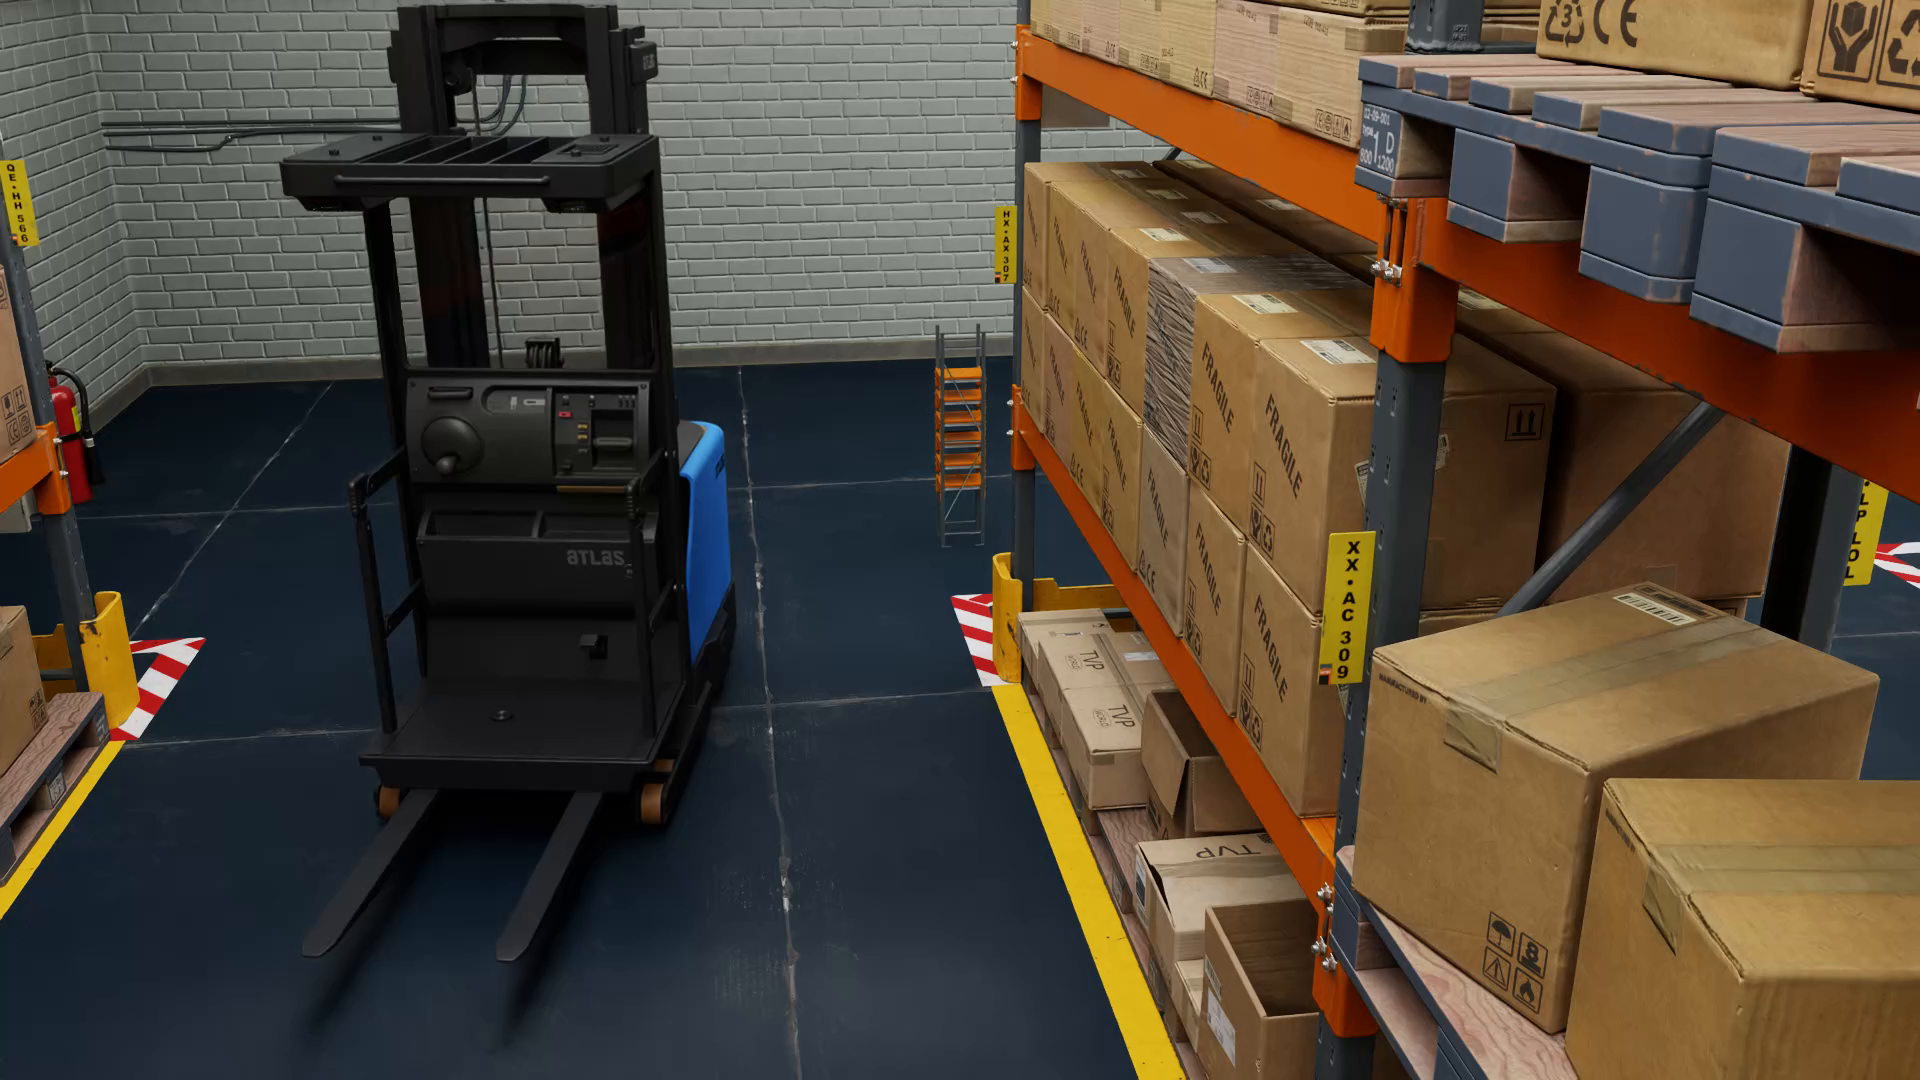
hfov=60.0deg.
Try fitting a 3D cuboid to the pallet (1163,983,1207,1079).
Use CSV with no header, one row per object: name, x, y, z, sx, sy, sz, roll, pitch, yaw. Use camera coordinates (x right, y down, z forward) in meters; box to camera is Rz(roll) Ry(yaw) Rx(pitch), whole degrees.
pallet,1.213,1.582,4.678,1.003,0.211,1.213,-3,21,-8

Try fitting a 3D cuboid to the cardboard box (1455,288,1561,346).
cardboard box,1.446,-0.357,4.314,0.500,0.500,0.500,-4,21,-9

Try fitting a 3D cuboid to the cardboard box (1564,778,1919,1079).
cardboard box,1.320,0.680,2.364,0.700,0.500,0.500,0,20,1

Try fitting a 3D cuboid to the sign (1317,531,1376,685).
sign,0.775,0.138,3.321,0.100,0.325,0.005,-3,21,-8

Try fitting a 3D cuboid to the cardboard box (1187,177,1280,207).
cardboard box,1.144,-1.071,6.225,0.500,0.500,0.500,-2,21,-6

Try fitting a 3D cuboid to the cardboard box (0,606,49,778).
cardboard box,-3.967,0.592,6.317,0.700,0.500,0.500,-3,21,-8

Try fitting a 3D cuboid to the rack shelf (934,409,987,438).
rack shelf,0.002,-0.628,8.966,0.258,0.103,0.180,-3,21,-8

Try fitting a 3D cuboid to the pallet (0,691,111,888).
pallet,-3.975,0.959,6.346,1.003,0.211,1.213,-3,21,-8

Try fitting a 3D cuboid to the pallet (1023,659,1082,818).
pallet,0.861,0.738,6.940,1.003,0.211,1.213,-3,21,-8

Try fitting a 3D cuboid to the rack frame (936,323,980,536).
rack frame,-0.011,-0.589,9.078,0.240,1.200,0.006,-3,21,-8

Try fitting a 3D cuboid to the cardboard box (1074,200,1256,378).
cardboard box,0.687,-0.865,5.674,0.500,0.500,0.500,-3,21,-7

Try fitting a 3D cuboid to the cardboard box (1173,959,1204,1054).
cardboard box,0.834,1.333,4.804,0.380,0.149,0.250,-3,21,-8

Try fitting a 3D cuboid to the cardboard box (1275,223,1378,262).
cardboard box,1.297,-0.714,5.269,0.500,0.500,0.500,-2,21,-6

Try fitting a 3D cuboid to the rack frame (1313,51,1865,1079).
rack frame,1.311,0.514,3.553,1.000,3.000,0.127,-3,21,-8

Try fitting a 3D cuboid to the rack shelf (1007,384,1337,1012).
rack shelf,1.022,0.158,5.533,1.077,0.370,4.000,-3,21,-8

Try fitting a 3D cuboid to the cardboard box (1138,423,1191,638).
cardboard box,0.833,-0.049,4.918,0.500,0.500,0.500,-2,21,-7

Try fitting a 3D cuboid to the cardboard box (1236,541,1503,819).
cardboard box,0.985,0.307,3.965,0.500,0.500,0.500,-3,21,-7

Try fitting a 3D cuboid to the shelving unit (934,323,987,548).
shelving unit,0.002,-0.557,8.993,0.258,1.200,0.189,-3,21,-8

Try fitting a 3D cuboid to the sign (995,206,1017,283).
sign,0.197,-1.249,7.036,0.100,0.325,0.005,-3,21,-8

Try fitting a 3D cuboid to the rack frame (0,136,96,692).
rack frame,-4.167,-0.620,6.589,1.000,3.000,0.127,-3,21,-8

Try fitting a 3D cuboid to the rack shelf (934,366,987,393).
rack shelf,0.002,-0.853,8.882,0.258,0.103,0.180,-3,21,-8

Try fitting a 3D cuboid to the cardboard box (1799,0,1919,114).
cardboard box,1.429,-0.773,1.827,0.600,0.600,0.600,-3,21,-8

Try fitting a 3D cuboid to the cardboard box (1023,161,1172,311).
cardboard box,0.537,-1.219,6.622,0.500,0.500,0.500,-2,21,-6

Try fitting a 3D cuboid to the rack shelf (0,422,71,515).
rack shelf,-3.879,0.410,4.861,1.077,0.370,4.000,-3,21,-8

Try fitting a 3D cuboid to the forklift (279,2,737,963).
forklift,-1.642,-0.404,6.108,1.130,2.935,3.031,1,20,2

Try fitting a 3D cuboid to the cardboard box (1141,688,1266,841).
cardboard box,1.035,0.827,5.654,0.797,0.503,0.637,-3,21,-8

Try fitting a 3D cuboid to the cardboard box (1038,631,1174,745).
cardboard box,0.604,0.587,6.660,0.500,0.250,0.500,-3,21,-8

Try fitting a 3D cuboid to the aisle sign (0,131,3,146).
aisle sign,-3.881,-1.878,6.241,0.394,0.787,0.004,-3,21,-8

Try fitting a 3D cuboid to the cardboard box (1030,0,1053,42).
cardboard box,0.557,-2.015,6.252,0.500,0.250,0.500,-3,21,-8

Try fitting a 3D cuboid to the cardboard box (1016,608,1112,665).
cardboard box,0.454,0.421,7.249,0.380,0.149,0.250,-3,21,-8

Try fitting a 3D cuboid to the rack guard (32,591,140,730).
rack guard,-4.171,0.543,7.049,1.175,0.500,0.348,-3,21,-8

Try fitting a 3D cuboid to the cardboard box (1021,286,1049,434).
cardboard box,0.537,-0.751,6.797,0.500,0.500,0.500,-2,21,-7

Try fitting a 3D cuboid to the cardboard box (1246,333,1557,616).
cardboard box,0.982,-0.163,3.795,0.500,0.500,0.500,-3,21,-7

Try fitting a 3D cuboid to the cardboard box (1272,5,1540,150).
cardboard box,0.977,-0.976,3.470,0.500,0.250,0.500,-3,21,-8

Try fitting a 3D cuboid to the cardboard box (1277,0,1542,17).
cardboard box,0.972,-1.210,3.381,0.500,0.250,0.500,-3,21,-8

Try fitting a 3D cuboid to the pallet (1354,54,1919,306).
pallet,1.335,-0.574,2.447,1.213,0.211,1.003,-3,21,-8

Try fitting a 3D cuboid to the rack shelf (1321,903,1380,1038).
rack shelf,1.599,1.543,1.825,1.077,0.370,4.000,-3,21,-8

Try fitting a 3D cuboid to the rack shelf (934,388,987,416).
rack shelf,0.002,-0.740,8.924,0.258,0.103,0.180,-3,21,-8

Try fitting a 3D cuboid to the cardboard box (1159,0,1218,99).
cardboard box,0.835,-1.322,4.397,0.500,0.250,0.500,-3,21,-8

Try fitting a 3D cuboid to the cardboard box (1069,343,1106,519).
cardboard box,0.686,-0.399,5.854,0.500,0.500,0.500,-3,21,-8

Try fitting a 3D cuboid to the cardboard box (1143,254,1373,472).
cardboard box,0.833,-0.515,4.736,0.500,0.500,0.500,-3,21,-7

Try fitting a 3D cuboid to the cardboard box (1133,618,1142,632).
cardboard box,1.056,0.270,7.151,0.500,0.500,0.500,-3,21,-8

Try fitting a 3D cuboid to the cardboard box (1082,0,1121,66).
cardboard box,0.690,-1.669,5.324,0.500,0.250,0.500,-3,21,-8
